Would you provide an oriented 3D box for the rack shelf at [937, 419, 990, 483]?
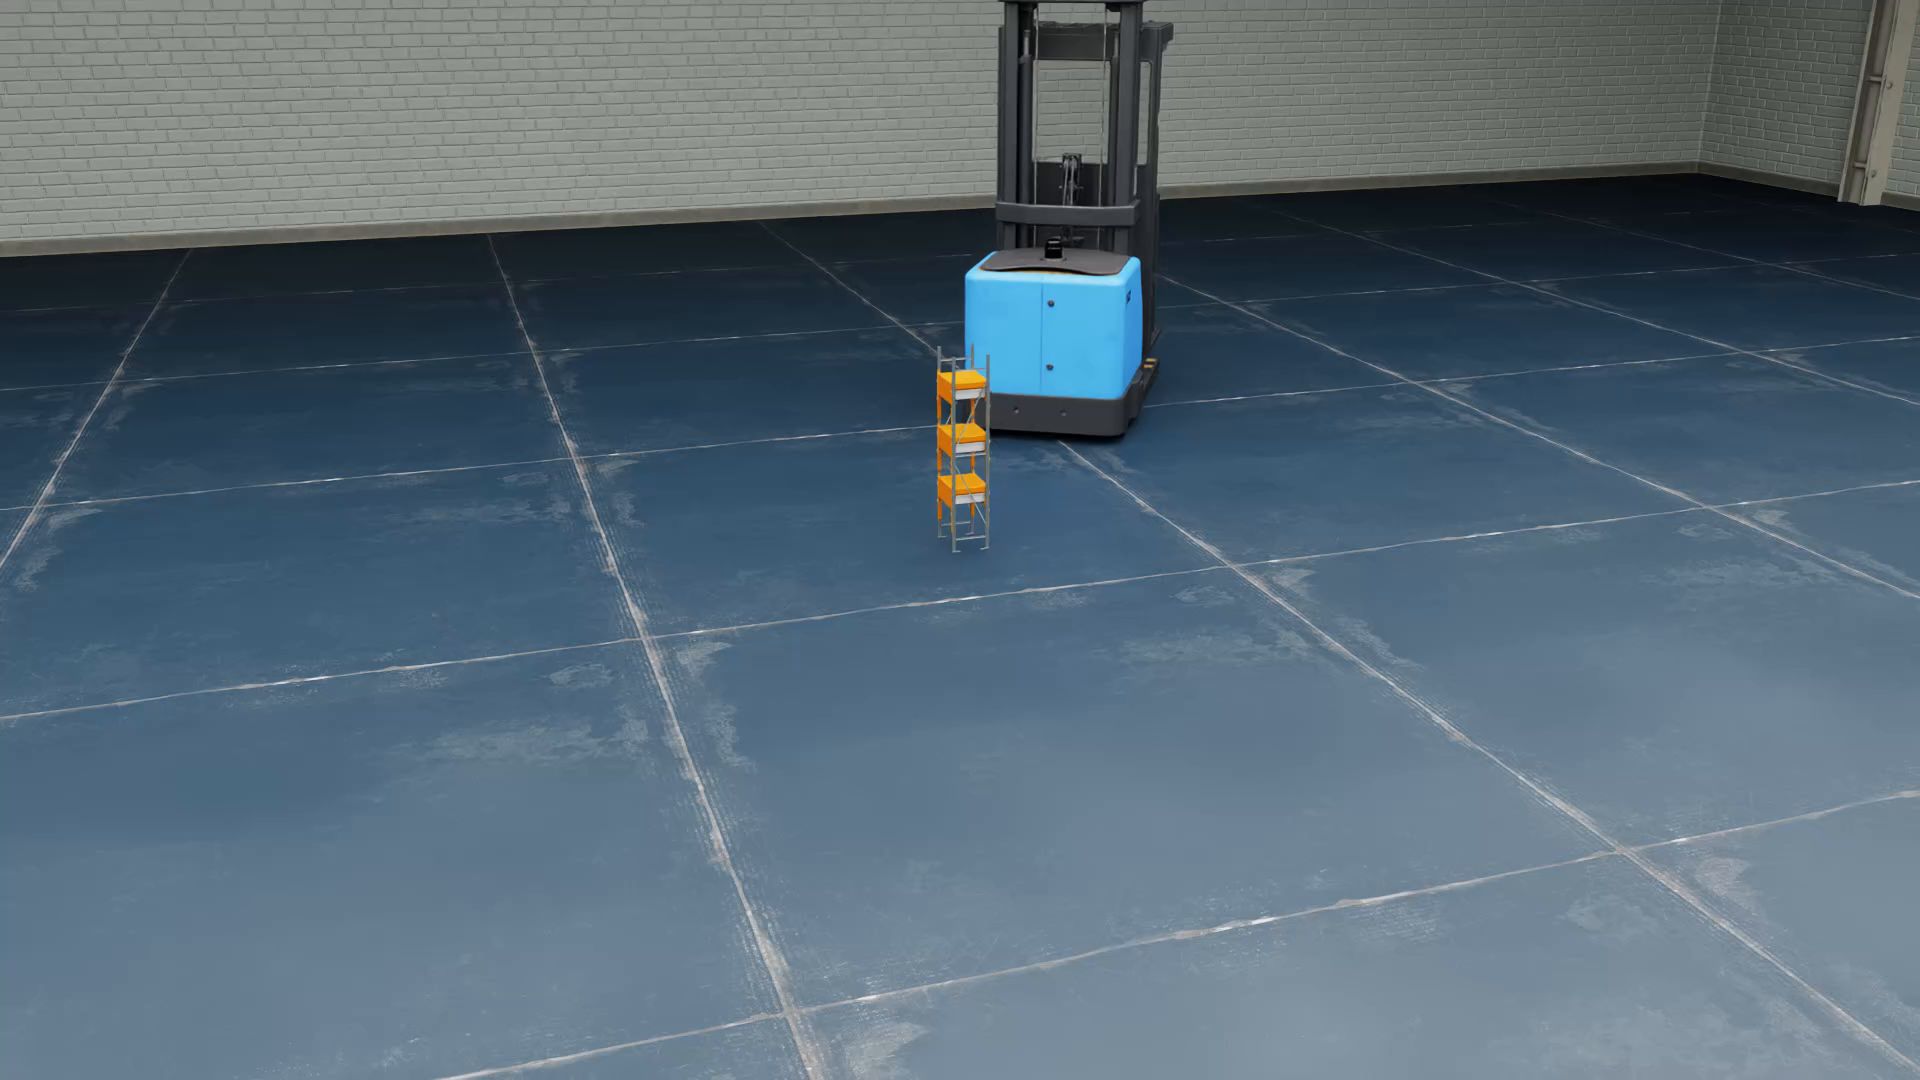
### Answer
[{"bbox_3d":[0.017,-0.467,8.695,0.215,0.259,0.240,-6,21,-17],"label":"rack shelf"}]

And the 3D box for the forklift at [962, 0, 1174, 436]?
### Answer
[{"bbox_3d":[0.849,-2.500,11.541,1.130,2.935,3.031,4,20,12],"label":"forklift"}]

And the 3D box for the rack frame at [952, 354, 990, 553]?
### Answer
[{"bbox_3d":[0.055,-0.438,8.582,0.200,1.050,0.008,-6,21,-17],"label":"rack frame"}]

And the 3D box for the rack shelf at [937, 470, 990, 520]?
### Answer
[{"bbox_3d":[0.017,-0.205,8.789,0.215,0.259,0.240,-6,21,-17],"label":"rack shelf"}]

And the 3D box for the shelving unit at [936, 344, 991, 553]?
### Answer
[{"bbox_3d":[0.017,-0.477,8.691,0.215,1.050,0.252,-6,21,-17],"label":"shelving unit"}]

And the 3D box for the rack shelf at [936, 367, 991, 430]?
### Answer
[{"bbox_3d":[0.017,-0.734,8.599,0.215,0.259,0.240,-6,21,-17],"label":"rack shelf"}]

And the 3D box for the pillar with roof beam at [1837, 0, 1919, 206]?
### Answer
[{"bbox_3d":[6.990,-7.932,17.687,9.100,9.000,0.400,-6,21,-17],"label":"pillar with roof beam"}]

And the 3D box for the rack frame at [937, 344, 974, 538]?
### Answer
[{"bbox_3d":[-0.022,-0.516,8.800,0.200,1.050,0.008,-6,21,-17],"label":"rack frame"}]
